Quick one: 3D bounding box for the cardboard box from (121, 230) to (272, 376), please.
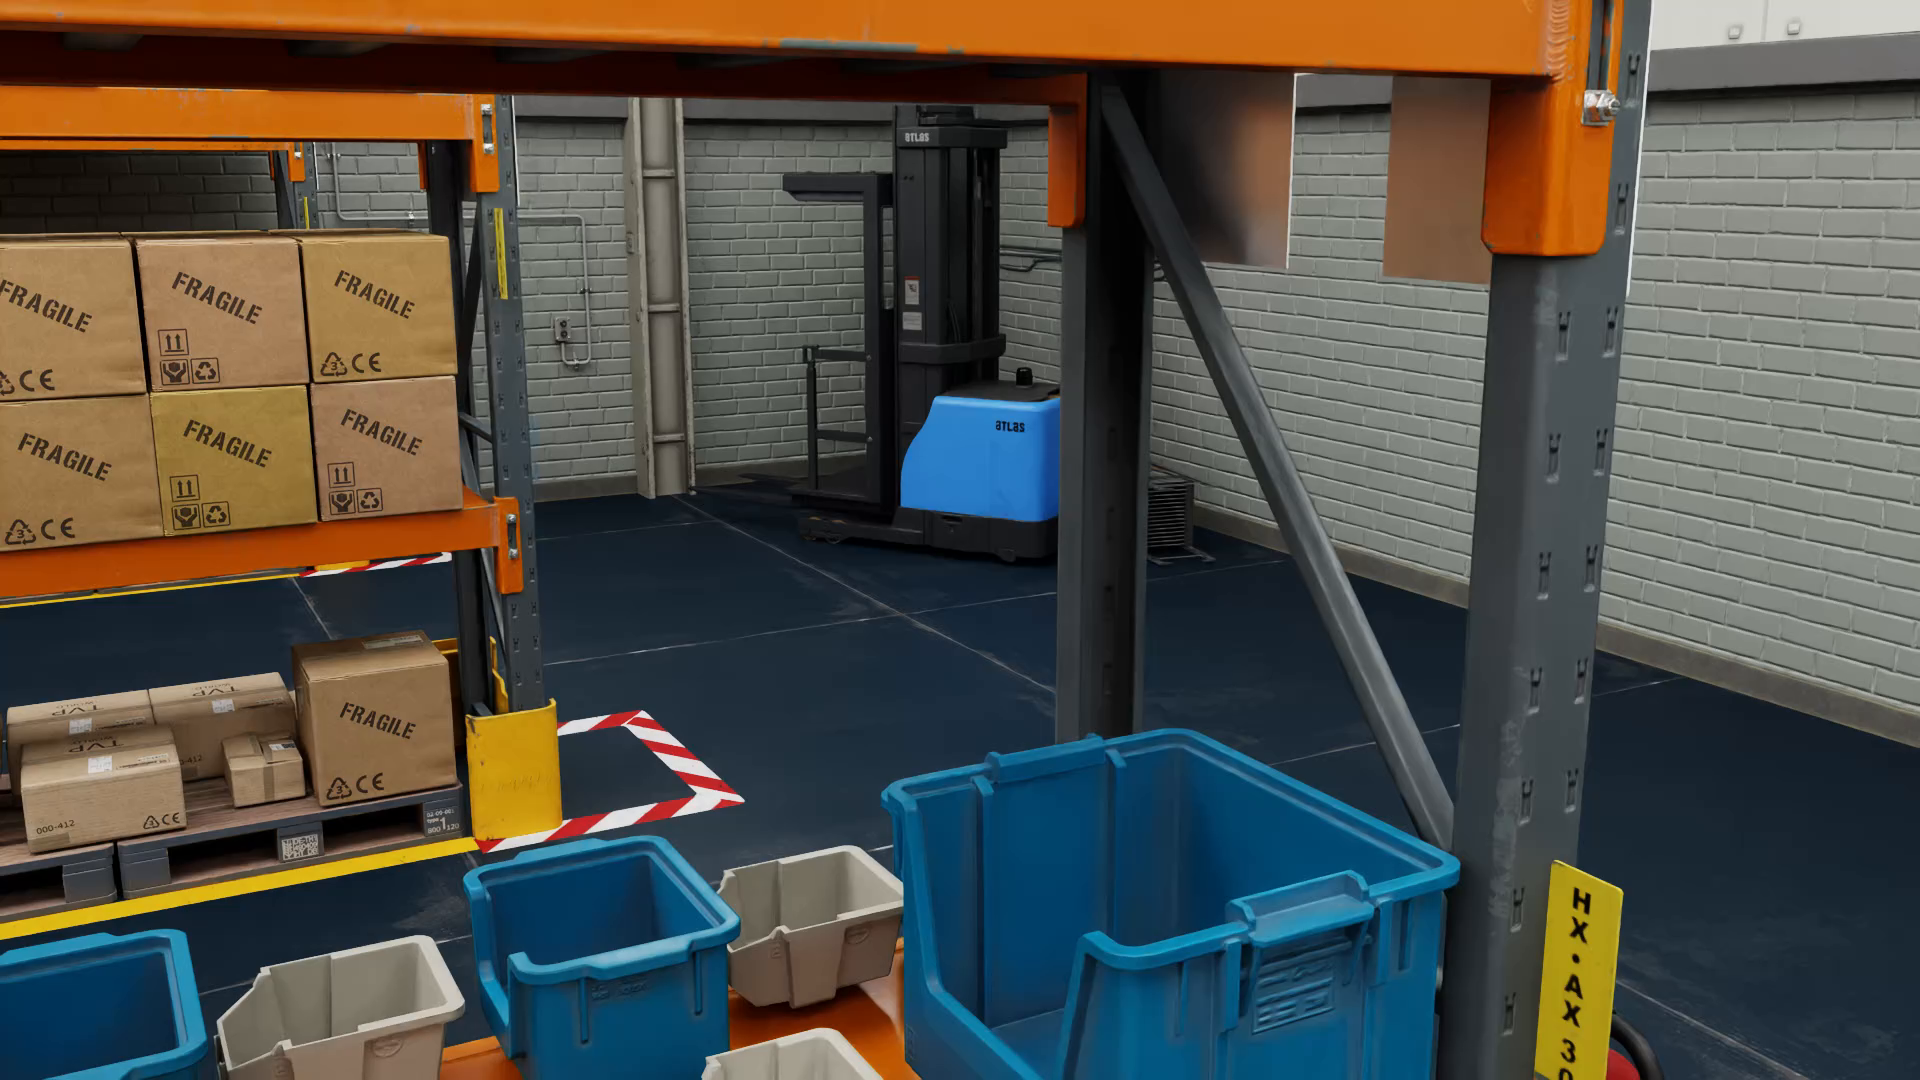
[{"bbox_3d":[-2.889,-0.916,6.342,0.500,0.500,0.500,-7,14,-27],"label":"cardboard box"}]

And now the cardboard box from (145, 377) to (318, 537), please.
[{"bbox_3d":[-2.635,-0.326,5.997,0.500,0.500,0.500,-7,14,-27],"label":"cardboard box"}]

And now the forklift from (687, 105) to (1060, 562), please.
[{"bbox_3d":[-0.541,-1.497,11.587,3.031,2.935,1.130,7,15,29],"label":"forklift"}]

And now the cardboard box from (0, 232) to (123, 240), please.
[{"bbox_3d":[-3.331,-0.864,6.113,0.500,0.500,0.500,-7,14,-27],"label":"cardboard box"}]

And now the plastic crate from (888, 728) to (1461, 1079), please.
[{"bbox_3d":[0.247,0.548,2.125,0.499,0.435,0.616,-7,14,-28],"label":"plastic crate"}]

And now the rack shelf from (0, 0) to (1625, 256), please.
[{"bbox_3d":[-1.304,-0.379,1.267,4.000,0.370,1.077,-7,14,-28],"label":"rack shelf"}]

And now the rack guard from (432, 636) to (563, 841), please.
[{"bbox_3d":[-1.985,0.796,6.935,0.348,0.500,1.175,-7,14,-28],"label":"rack guard"}]

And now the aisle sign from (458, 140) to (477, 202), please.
[{"bbox_3d":[-1.999,-1.764,6.694,0.004,0.787,0.394,-7,14,-28],"label":"aisle sign"}]

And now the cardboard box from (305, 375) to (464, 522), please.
[{"bbox_3d":[-2.181,-0.381,6.242,0.500,0.500,0.500,-6,14,-26],"label":"cardboard box"}]

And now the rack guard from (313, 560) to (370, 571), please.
[{"bbox_3d":[-4.274,-0.169,11.222,0.348,0.500,1.175,-7,14,-28],"label":"rack guard"}]

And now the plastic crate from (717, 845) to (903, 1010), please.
[{"bbox_3d":[-0.244,0.603,2.562,0.298,0.136,0.250,-7,14,-28],"label":"plastic crate"}]

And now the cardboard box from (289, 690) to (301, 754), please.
[{"bbox_3d":[-2.670,0.740,6.940,0.250,0.166,0.380,-7,14,-28],"label":"cardboard box"}]

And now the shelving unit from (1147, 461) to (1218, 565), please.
[{"bbox_3d":[1.151,-0.305,11.773,0.431,0.503,2.100,-4,13,-18],"label":"shelving unit"}]

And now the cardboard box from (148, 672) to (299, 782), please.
[{"bbox_3d":[-2.970,0.750,6.704,0.500,0.250,0.500,-7,14,-28],"label":"cardboard box"}]

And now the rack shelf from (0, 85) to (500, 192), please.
[{"bbox_3d":[-3.674,-1.334,5.510,4.000,0.370,1.077,-7,14,-28],"label":"rack shelf"}]

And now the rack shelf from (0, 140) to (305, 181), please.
[{"bbox_3d":[-6.051,-2.288,9.751,4.000,0.370,1.077,-7,14,-28],"label":"rack shelf"}]

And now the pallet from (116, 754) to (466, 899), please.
[{"bbox_3d":[-2.684,1.021,6.593,1.213,0.211,1.003,-7,14,-28],"label":"pallet"}]

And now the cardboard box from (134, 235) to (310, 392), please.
[{"bbox_3d":[-2.620,-0.815,5.895,0.500,0.500,0.500,-6,14,-26],"label":"cardboard box"}]

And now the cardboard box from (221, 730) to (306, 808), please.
[{"bbox_3d":[-2.676,0.866,6.381,0.250,0.166,0.380,-7,14,-28],"label":"cardboard box"}]

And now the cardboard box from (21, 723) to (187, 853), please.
[{"bbox_3d":[-3.126,0.894,6.066,0.500,0.250,0.500,-7,14,-28],"label":"cardboard box"}]

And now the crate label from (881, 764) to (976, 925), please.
[{"bbox_3d":[0.077,0.538,2.631,0.303,0.233,0.416,-7,14,-28],"label":"crate label"}]

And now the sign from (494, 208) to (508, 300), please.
[{"bbox_3d":[-1.670,-1.042,6.049,0.005,0.325,0.100,-7,14,-28],"label":"sign"}]

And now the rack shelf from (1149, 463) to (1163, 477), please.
[{"bbox_3d":[1.156,-0.302,11.760,0.431,0.480,0.518,-4,13,-18],"label":"rack shelf"}]

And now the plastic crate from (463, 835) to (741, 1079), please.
[{"bbox_3d":[-0.500,0.607,2.323,0.300,0.233,0.416,-7,14,-28],"label":"plastic crate"}]

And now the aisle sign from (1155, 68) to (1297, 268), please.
[{"bbox_3d":[0.373,-0.810,2.455,0.004,0.787,0.394,-7,14,-28],"label":"aisle sign"}]

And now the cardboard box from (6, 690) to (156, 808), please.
[{"bbox_3d":[-3.409,0.803,6.471,0.500,0.250,0.500,-7,14,-28],"label":"cardboard box"}]

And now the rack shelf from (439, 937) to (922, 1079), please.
[{"bbox_3d":[-1.304,1.085,1.596,4.000,0.370,1.077,-7,14,-28],"label":"rack shelf"}]

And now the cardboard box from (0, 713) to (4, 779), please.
[{"bbox_3d":[-3.783,0.794,5.934,0.637,0.503,0.797,-7,14,-28],"label":"cardboard box"}]

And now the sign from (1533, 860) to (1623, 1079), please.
[{"bbox_3d":[0.730,0.548,1.971,0.005,0.325,0.100,-7,14,-28],"label":"sign"}]

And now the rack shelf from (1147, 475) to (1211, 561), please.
[{"bbox_3d":[1.380,-0.163,11.112,0.431,0.480,0.518,-4,13,-18],"label":"rack shelf"}]

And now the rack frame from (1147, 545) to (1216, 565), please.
[{"bbox_3d":[1.152,-0.066,11.824,0.400,0.015,2.100,-4,13,-18],"label":"rack frame"}]

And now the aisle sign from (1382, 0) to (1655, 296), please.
[{"bbox_3d":[0.655,-0.696,1.950,0.004,0.787,0.394,-7,14,-28],"label":"aisle sign"}]

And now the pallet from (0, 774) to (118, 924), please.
[{"bbox_3d":[-3.754,1.148,6.027,1.213,0.211,1.003,-7,14,-28],"label":"pallet"}]

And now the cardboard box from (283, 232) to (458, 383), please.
[{"bbox_3d":[-2.177,-0.869,6.131,0.500,0.500,0.500,-7,14,-28],"label":"cardboard box"}]

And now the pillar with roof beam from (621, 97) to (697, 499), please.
[{"bbox_3d":[-0.277,-3.934,8.594,0.400,9.000,9.100,-7,14,-28],"label":"pillar with roof beam"}]

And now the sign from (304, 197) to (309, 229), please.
[{"bbox_3d":[-4.047,-1.960,10.312,0.005,0.325,0.100,-7,14,-28],"label":"sign"}]

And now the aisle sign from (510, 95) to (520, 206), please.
[{"bbox_3d":[-1.712,-1.648,6.180,0.004,0.787,0.394,-7,14,-28],"label":"aisle sign"}]

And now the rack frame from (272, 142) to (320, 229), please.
[{"bbox_3d":[-4.295,-1.386,10.936,0.127,3.000,1.000,-7,14,-28],"label":"rack frame"}]

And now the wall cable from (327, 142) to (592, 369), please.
[{"bbox_3d":[-3.624,-2.199,12.233,1.851,1.984,0.084,-7,14,-28],"label":"wall cable"}]

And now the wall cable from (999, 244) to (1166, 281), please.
[{"bbox_3d":[0.841,-3.324,12.956,0.112,2.526,3.097,-7,14,-28],"label":"wall cable"}]

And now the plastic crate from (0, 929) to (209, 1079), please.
[{"bbox_3d":[-1.078,0.677,2.015,0.300,0.233,0.416,-7,14,-28],"label":"plastic crate"}]

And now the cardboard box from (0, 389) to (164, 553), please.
[{"bbox_3d":[-3.075,-0.274,5.768,0.500,0.500,0.500,-7,14,-27],"label":"cardboard box"}]

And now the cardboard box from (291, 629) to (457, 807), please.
[{"bbox_3d":[-2.277,0.678,6.457,0.500,0.500,0.500,-7,14,-28],"label":"cardboard box"}]

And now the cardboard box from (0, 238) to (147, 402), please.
[{"bbox_3d":[-3.073,-0.760,5.648,0.500,0.500,0.500,-6,14,-26],"label":"cardboard box"}]

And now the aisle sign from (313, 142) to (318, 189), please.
[{"bbox_3d":[-4.088,-2.604,10.427,0.004,0.787,0.394,-7,14,-28],"label":"aisle sign"}]

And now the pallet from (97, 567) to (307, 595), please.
[{"bbox_3d":[-4.959,0.074,10.801,1.213,0.211,1.003,-7,14,-28],"label":"pallet"}]

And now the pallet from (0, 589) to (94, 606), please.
[{"bbox_3d":[-6.029,0.201,10.235,1.213,0.211,1.003,-7,14,-28],"label":"pallet"}]

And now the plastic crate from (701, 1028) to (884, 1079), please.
[{"bbox_3d":[-0.177,0.743,1.938,0.243,0.136,0.396,-7,14,-28],"label":"plastic crate"}]

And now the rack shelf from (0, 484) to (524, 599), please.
[{"bbox_3d":[-3.674,0.130,5.840,4.000,0.370,1.077,-7,14,-28],"label":"rack shelf"}]

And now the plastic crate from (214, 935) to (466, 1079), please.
[{"bbox_3d":[-0.839,0.674,2.245,0.298,0.136,0.250,-7,14,-28],"label":"plastic crate"}]

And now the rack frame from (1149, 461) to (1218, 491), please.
[{"bbox_3d":[1.151,-0.543,11.721,0.400,0.015,2.100,-4,13,-18],"label":"rack frame"}]

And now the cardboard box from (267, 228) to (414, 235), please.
[{"bbox_3d":[-2.434,-0.972,6.593,0.500,0.500,0.500,-6,14,-26],"label":"cardboard box"}]

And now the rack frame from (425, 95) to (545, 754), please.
[{"bbox_3d":[-1.918,-0.432,6.696,0.127,3.000,1.000,-7,14,-28],"label":"rack frame"}]

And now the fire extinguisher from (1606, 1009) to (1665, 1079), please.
[{"bbox_3d":[0.802,0.815,2.183,0.183,0.674,0.296,-7,14,-28],"label":"fire extinguisher"}]
